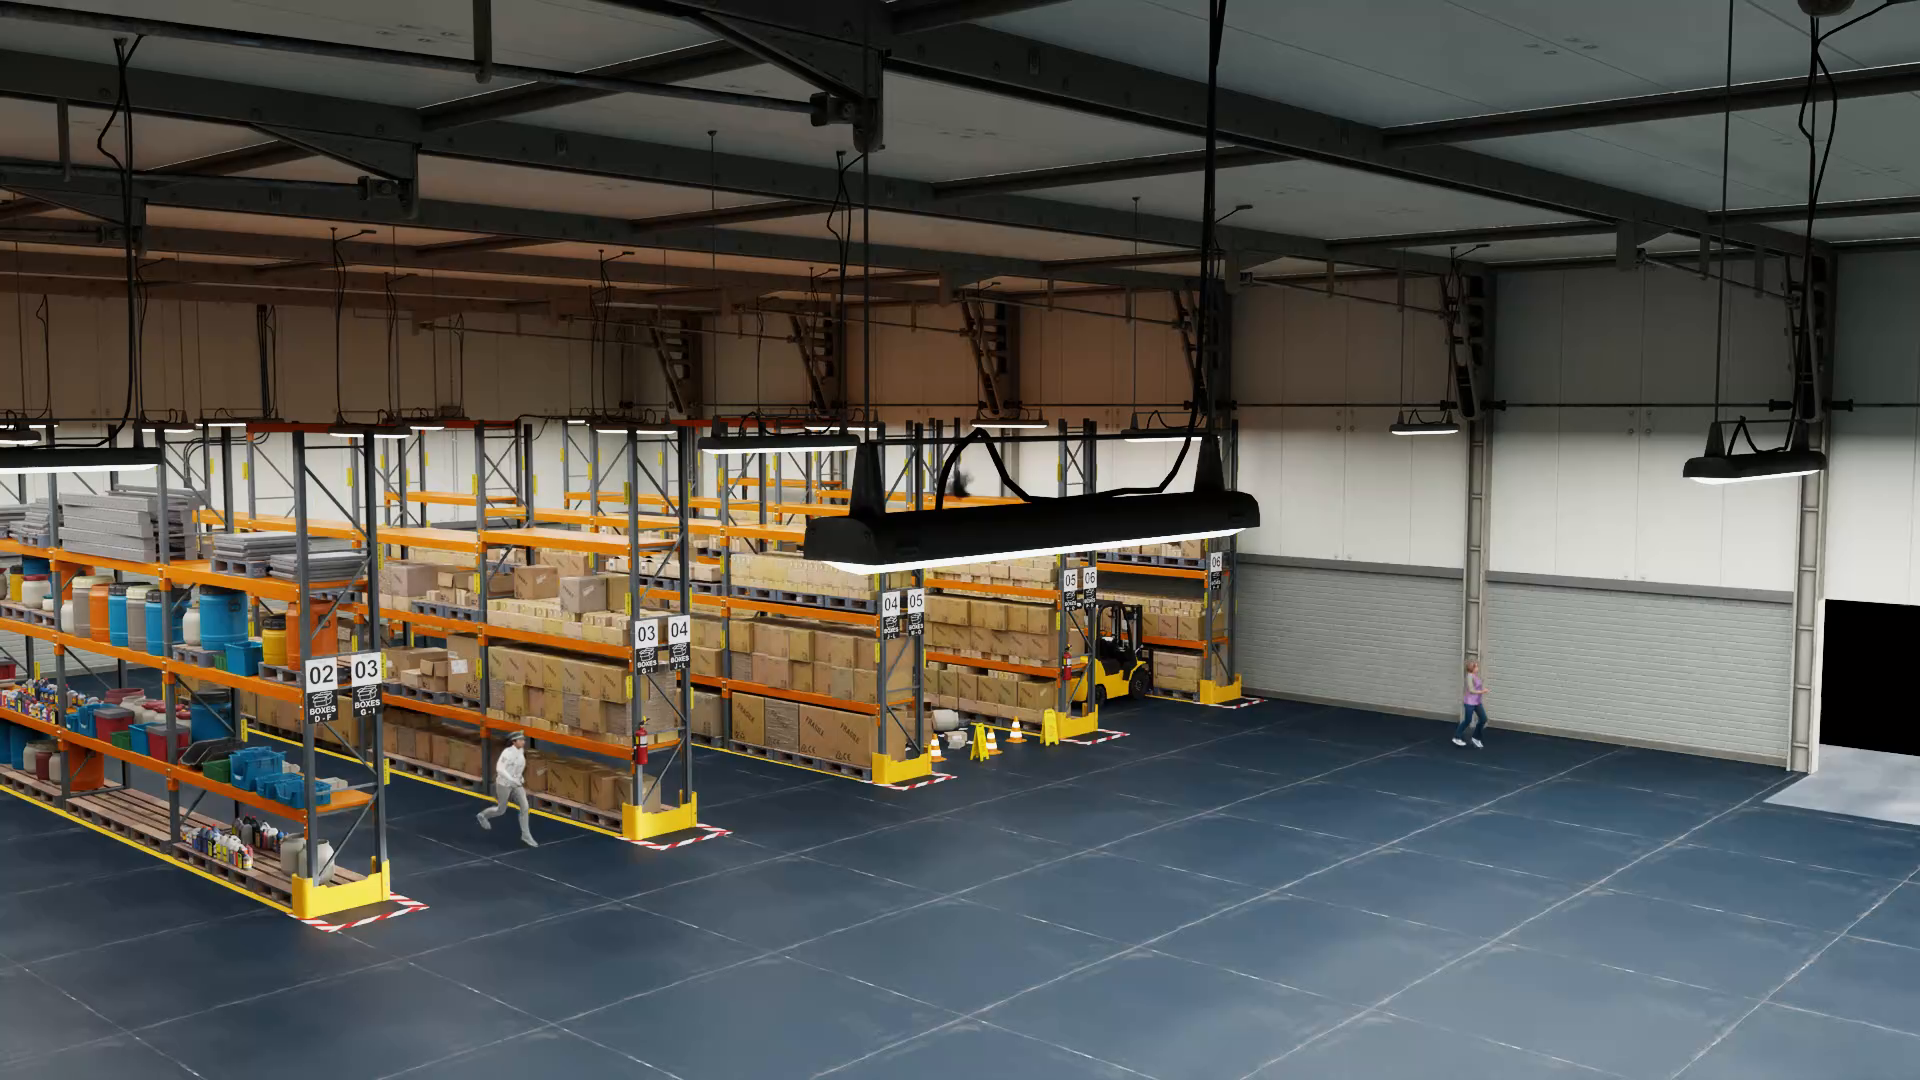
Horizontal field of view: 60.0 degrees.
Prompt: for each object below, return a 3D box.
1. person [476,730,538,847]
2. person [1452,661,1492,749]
[{"bbox_3d":[-6.537,3.554,23.998,1.046,1.684,0.619,2,5,24],"label":"person"},{"bbox_3d":[9.430,3.052,30.577,0.684,1.624,0.526,3,6,36],"label":"person"}]
